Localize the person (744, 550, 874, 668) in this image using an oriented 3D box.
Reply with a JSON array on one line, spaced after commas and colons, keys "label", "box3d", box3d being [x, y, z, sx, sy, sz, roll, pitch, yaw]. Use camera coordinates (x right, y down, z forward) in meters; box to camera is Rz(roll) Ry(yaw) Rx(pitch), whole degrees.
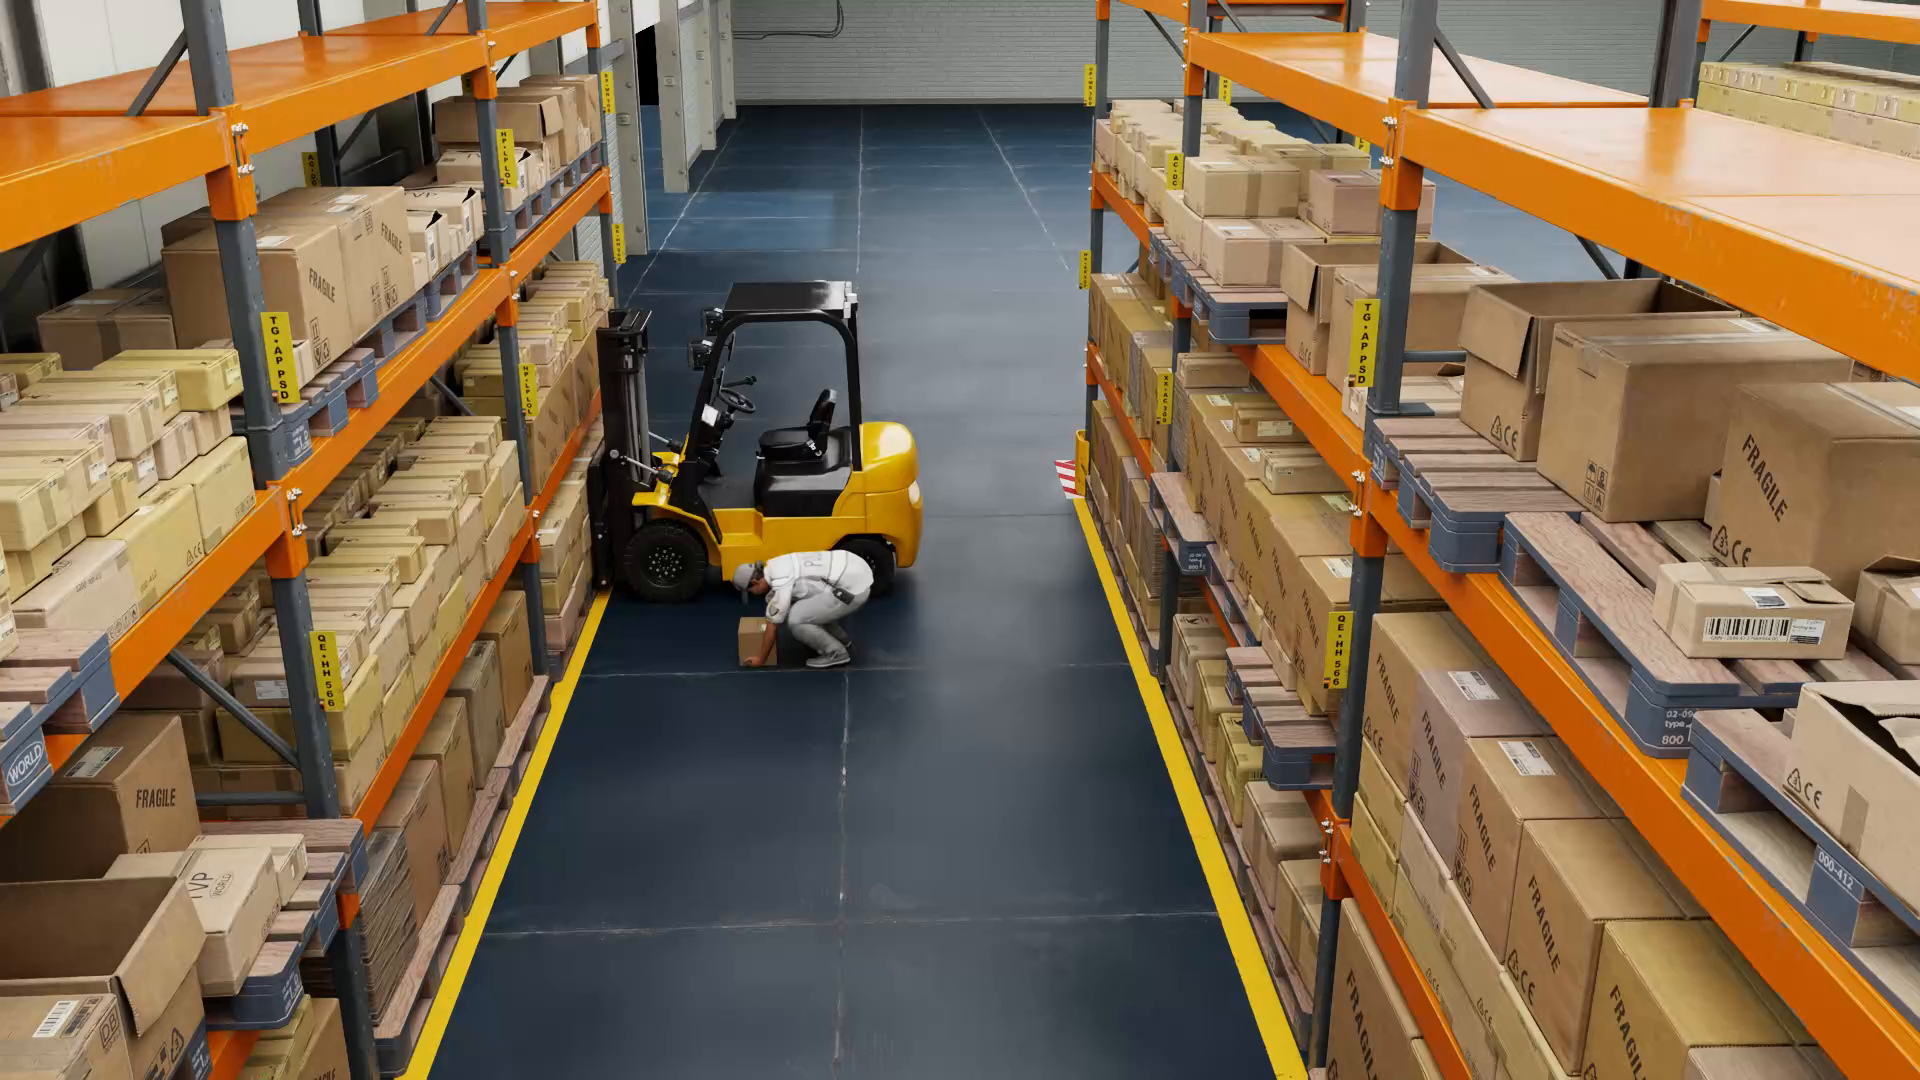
[{"label": "person", "box3d": [-1.038, 0.456, 11.189, 0.918, 0.763, 0.508, -2, 21, -4]}]
